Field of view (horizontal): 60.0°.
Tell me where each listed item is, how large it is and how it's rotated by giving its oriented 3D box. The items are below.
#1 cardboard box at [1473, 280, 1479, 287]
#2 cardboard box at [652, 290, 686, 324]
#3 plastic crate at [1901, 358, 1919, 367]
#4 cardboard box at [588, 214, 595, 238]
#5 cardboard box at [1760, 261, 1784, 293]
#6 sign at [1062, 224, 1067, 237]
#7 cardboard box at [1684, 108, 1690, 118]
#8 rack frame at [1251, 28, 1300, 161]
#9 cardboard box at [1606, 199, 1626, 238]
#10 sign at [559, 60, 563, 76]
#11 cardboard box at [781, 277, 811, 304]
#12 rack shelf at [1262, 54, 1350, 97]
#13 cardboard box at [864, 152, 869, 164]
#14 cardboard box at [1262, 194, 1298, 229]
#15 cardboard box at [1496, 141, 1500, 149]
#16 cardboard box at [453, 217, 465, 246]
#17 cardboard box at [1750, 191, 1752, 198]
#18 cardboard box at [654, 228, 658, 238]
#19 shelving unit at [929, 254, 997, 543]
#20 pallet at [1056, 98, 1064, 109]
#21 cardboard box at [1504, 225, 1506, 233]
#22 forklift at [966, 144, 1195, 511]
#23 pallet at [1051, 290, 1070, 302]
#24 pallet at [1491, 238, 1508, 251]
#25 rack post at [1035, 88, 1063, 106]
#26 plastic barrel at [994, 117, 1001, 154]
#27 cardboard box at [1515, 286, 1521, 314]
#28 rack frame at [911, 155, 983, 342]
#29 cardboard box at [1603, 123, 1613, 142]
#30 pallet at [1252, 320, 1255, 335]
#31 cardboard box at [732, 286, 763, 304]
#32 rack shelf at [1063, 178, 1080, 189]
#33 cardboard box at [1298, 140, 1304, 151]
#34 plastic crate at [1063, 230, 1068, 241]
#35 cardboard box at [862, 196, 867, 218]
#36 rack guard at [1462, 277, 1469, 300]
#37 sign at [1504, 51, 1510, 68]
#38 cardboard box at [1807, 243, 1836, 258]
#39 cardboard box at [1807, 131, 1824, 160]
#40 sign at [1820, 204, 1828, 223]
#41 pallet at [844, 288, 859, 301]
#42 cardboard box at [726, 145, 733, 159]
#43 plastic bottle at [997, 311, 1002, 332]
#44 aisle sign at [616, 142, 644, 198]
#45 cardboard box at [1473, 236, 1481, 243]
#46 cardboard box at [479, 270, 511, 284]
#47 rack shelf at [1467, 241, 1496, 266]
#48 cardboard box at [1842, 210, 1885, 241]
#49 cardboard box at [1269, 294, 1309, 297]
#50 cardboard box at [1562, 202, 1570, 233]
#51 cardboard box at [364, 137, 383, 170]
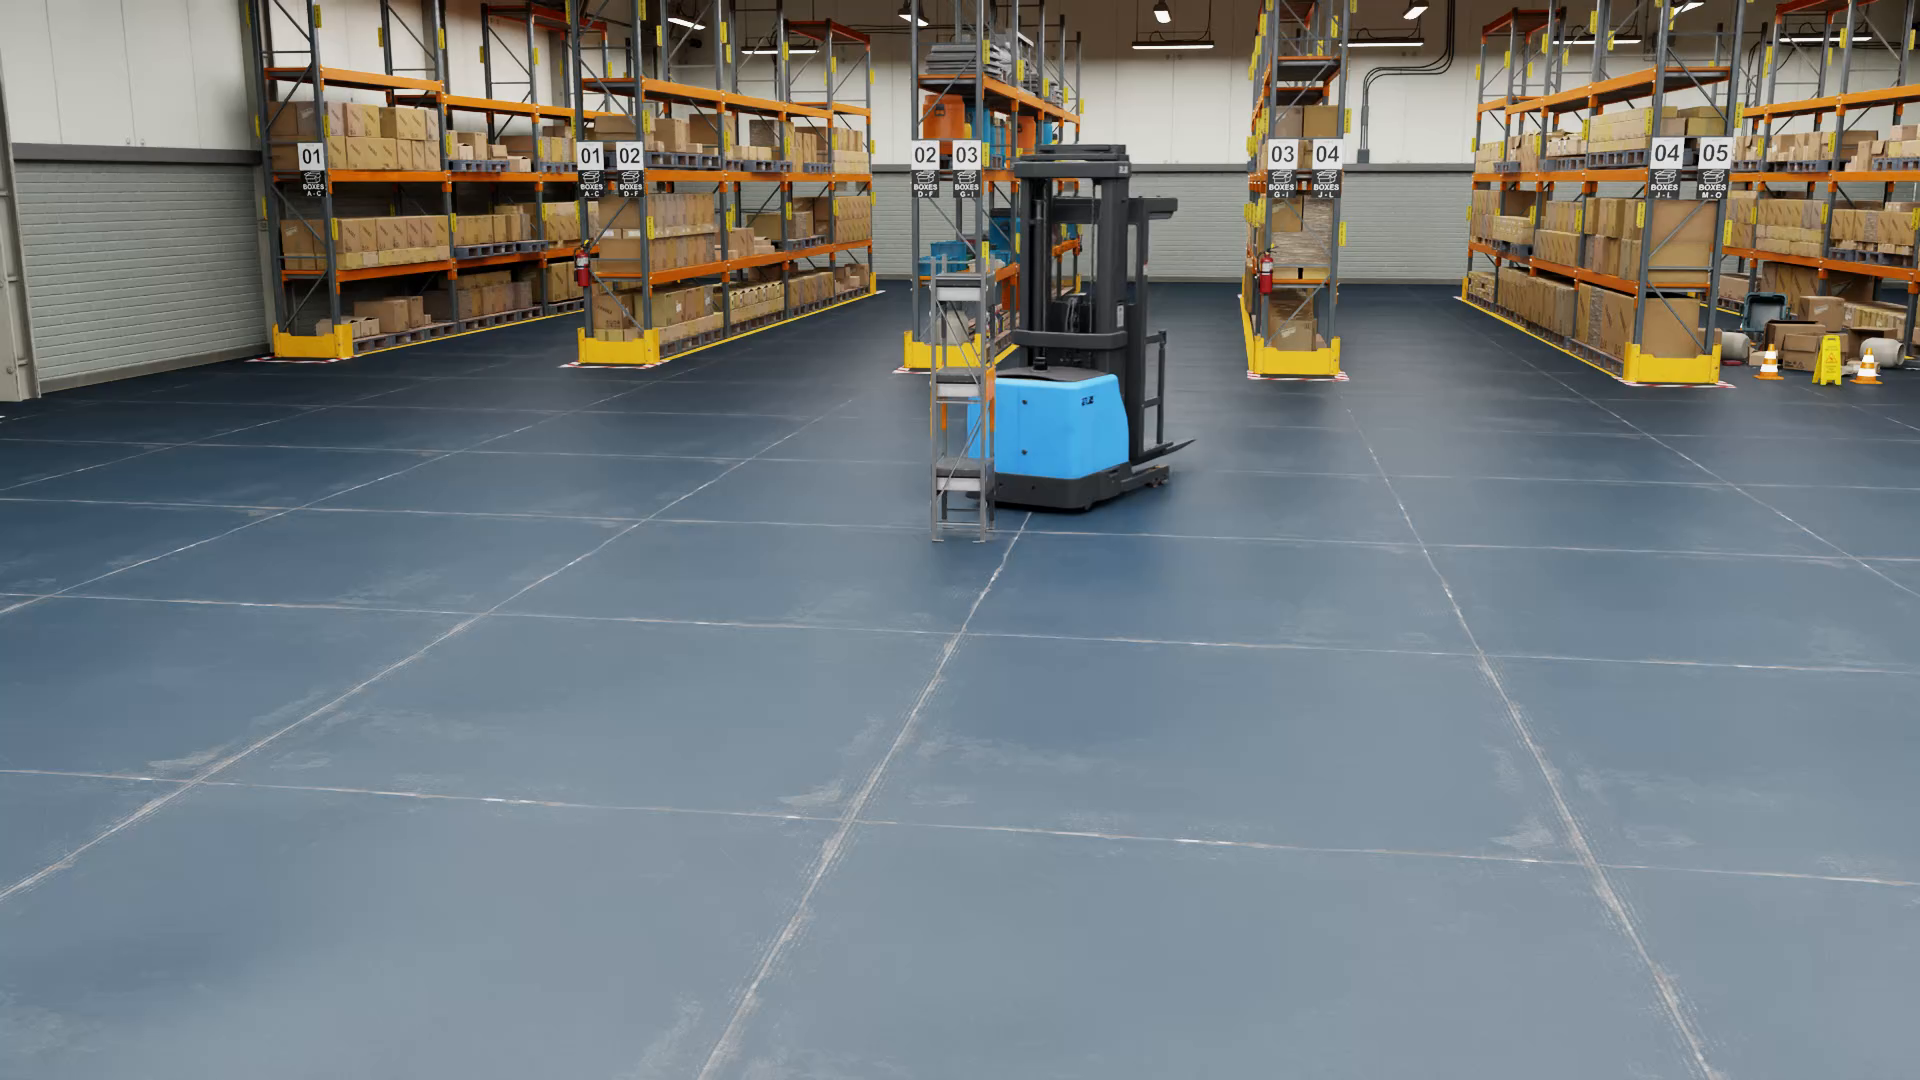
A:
[{"bbox_3d":[11.529,-5.649,36.651,0.380,0.149,0.250,2,12,10],"label":"cardboard box"},{"bbox_3d":[-4.635,-3.665,26.131,0.500,0.500,0.500,2,12,9],"label":"cardboard box"},{"bbox_3d":[14.067,-2.587,24.307,0.402,0.080,0.583,-2,12,-11],"label":"plastic crate"},{"bbox_3d":[-8.102,-6.671,35.338,0.500,0.500,0.500,2,12,9],"label":"cardboard box"},{"bbox_3d":[16.333,-5.015,32.689,0.875,0.875,0.875,2,12,10],"label":"cardboard box"},{"bbox_3d":[2.206,-6.578,35.241,0.100,0.325,0.005,2,12,9],"label":"sign"},{"bbox_3d":[10.041,-5.773,22.511,0.380,0.149,0.250,2,12,8],"label":"cardboard box"},{"bbox_3d":[7.172,-10.066,37.842,1.000,3.000,0.127,2,12,9],"label":"rack frame"},{"bbox_3d":[9.859,-4.642,23.996,0.875,0.550,0.500,2,12,9],"label":"cardboard box"},{"bbox_3d":[-8.671,-10.272,36.204,0.100,0.325,0.005,2,12,9],"label":"sign"},{"bbox_3d":[-3.336,-5.082,33.844,0.500,0.500,0.500,2,12,8],"label":"cardboard box"},{"bbox_3d":[5.019,-6.799,24.395,1.077,0.370,4.000,2,12,9],"label":"rack shelf"},{"bbox_3d":[-2.443,-8.977,39.080,0.500,0.250,0.500,2,12,9],"label":"cardboard box"},{"bbox_3d":[4.703,-4.817,24.407,0.500,0.500,0.500,2,12,9],"label":"cardboard box"},{"bbox_3d":[11.247,-8.133,34.215,0.380,0.149,0.250,2,12,9],"label":"cardboard box"},{"bbox_3d":[-9.244,-5.486,29.547,0.700,0.500,0.500,2,12,9],"label":"cardboard box"},{"bbox_3d":[16.278,-7.012,33.759,0.380,0.149,0.250,2,12,9],"label":"cardboard box"},{"bbox_3d":[-4.765,-4.620,25.035,0.380,0.149,0.250,2,12,7],"label":"cardboard box"},{"bbox_3d":[0.025,-1.061,12.432,0.431,2.100,0.503,2,12,9],"label":"shelving unit"},{"bbox_3d":[1.566,-8.933,33.981,1.003,0.211,1.213,2,12,9],"label":"pallet"},{"bbox_3d":[10.731,-6.007,32.138,0.380,0.149,0.250,2,12,8],"label":"cardboard box"},{"bbox_3d":[1.210,-1.937,14.523,1.130,2.935,3.031,7,14,29],"label":"forklift"},{"bbox_3d":[1.923,-5.507,37.547,1.003,0.211,1.213,2,12,9],"label":"pallet"},{"bbox_3d":[11.181,-5.871,33.071,1.003,0.211,1.213,2,12,9],"label":"pallet"},{"bbox_3d":[1.478,-8.724,32.801,0.937,0.300,0.954,3,13,15],"label":"rack post"},{"bbox_3d":[0.397,-6.756,28.414,0.600,0.901,0.600,0,12,0],"label":"plastic barrel"},{"bbox_3d":[10.754,-4.523,31.298,0.500,0.500,0.500,2,12,11],"label":"cardboard box"},{"bbox_3d":[-0.182,-3.963,23.764,1.000,3.000,0.127,2,12,9],"label":"rack frame"},{"bbox_3d":[9.707,-5.944,24.248,0.500,0.250,0.500,2,12,8],"label":"cardboard box"},{"bbox_3d":[5.630,-3.689,29.111,1.003,0.211,1.213,2,12,9],"label":"pallet"},{"bbox_3d":[-3.916,-4.491,30.409,0.500,0.311,0.500,2,12,10],"label":"cardboard box"},{"bbox_3d":[1.971,-7.992,37.047,1.077,0.370,4.000,2,12,9],"label":"rack shelf"},{"bbox_3d":[4.602,-5.509,23.226,0.380,0.149,0.250,1,12,7],"label":"cardboard box"},{"bbox_3d":[2.216,-6.806,37.208,0.416,0.233,0.300,2,12,9],"label":"plastic crate"},{"bbox_3d":[-2.489,-7.786,38.892,0.500,0.500,0.500,2,12,10],"label":"cardboard box"},{"bbox_3d":[12.046,-5.714,37.821,1.175,0.500,0.348,2,12,9],"label":"rack guard"},{"bbox_3d":[10.909,-9.569,33.128,0.100,0.325,0.005,2,12,9],"label":"sign"},{"bbox_3d":[15.555,-5.187,29.800,0.500,0.250,0.500,1,12,7],"label":"cardboard box"},{"bbox_3d":[15.699,-7.080,29.871,0.700,0.500,0.500,1,12,6],"label":"cardboard box"},{"bbox_3d":[15.185,-5.730,29.215,0.100,0.325,0.005,2,12,9],"label":"sign"},{"bbox_3d":[-2.939,-5.657,38.242,1.003,0.211,1.213,2,12,9],"label":"pallet"},{"bbox_3d":[-4.275,-6.798,29.156,0.500,0.250,0.500,1,12,3],"label":"cardboard box"},{"bbox_3d":[0.618,-3.573,27.195,0.144,0.351,0.185,2,12,7],"label":"plastic bottle"},{"bbox_3d":[-4.784,-5.372,24.129,0.394,0.787,0.004,2,12,9],"label":"aisle sign"},{"bbox_3d":[11.592,-6.664,36.890,0.380,0.149,0.250,2,12,7],"label":"cardboard box"},{"bbox_3d":[-8.950,-5.041,31.874,0.500,0.250,0.500,2,12,10],"label":"cardboard box"},{"bbox_3d":[11.750,-6.184,35.775,1.077,0.370,4.000,2,12,9],"label":"rack shelf"},{"bbox_3d":[15.363,-5.352,28.266,0.500,0.500,0.500,3,12,12],"label":"cardboard box"},{"bbox_3d":[5.620,-3.971,28.688,0.700,0.500,0.500,1,12,4],"label":"cardboard box"},{"bbox_3d":[10.517,-5.412,27.877,0.700,0.500,0.500,2,12,8],"label":"cardboard box"},{"bbox_3d":[-9.479,-6.090,26.226,0.500,0.500,0.500,2,12,11],"label":"cardboard box"}]
